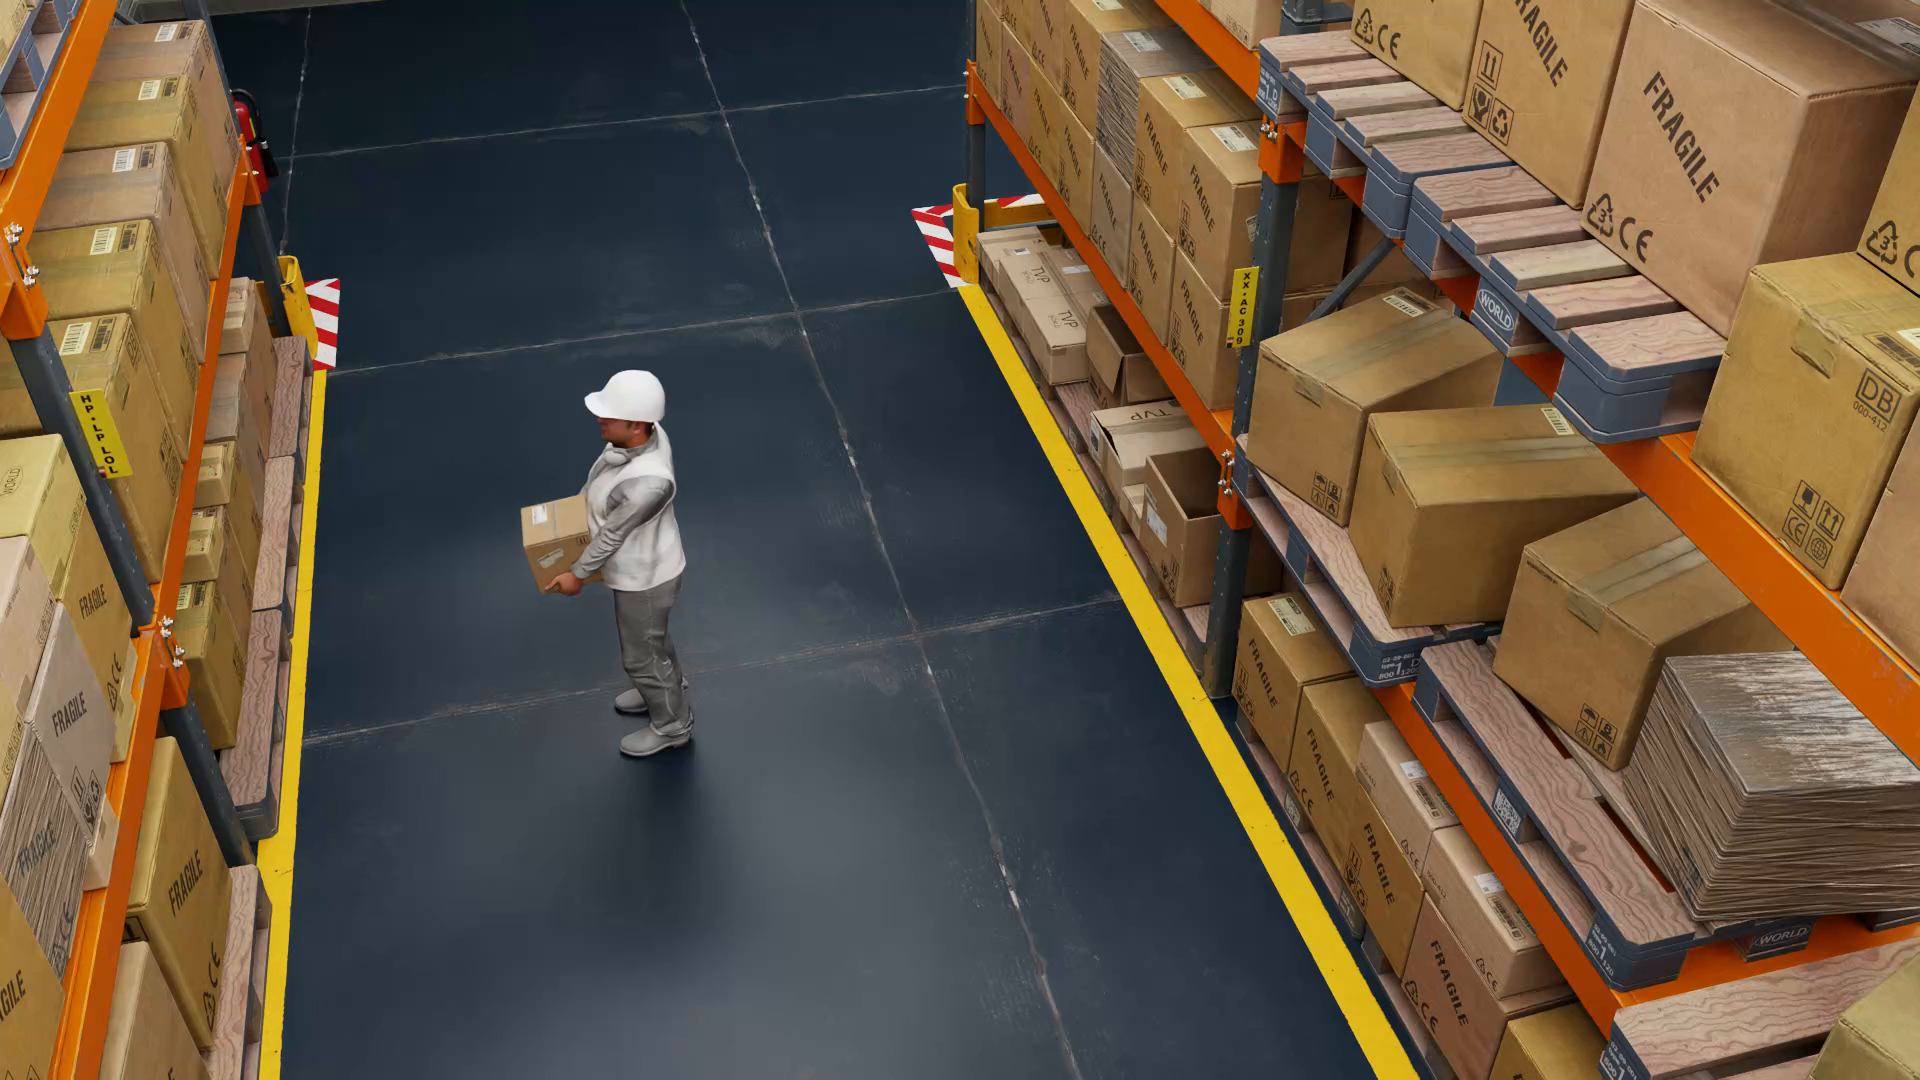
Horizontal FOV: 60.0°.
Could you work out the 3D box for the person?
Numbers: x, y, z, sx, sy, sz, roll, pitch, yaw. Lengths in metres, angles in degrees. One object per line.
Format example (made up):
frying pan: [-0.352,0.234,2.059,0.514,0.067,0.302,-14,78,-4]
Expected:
person: [-1.355,0.109,6.560,0.550,1.762,0.494,-9,39,-11]
